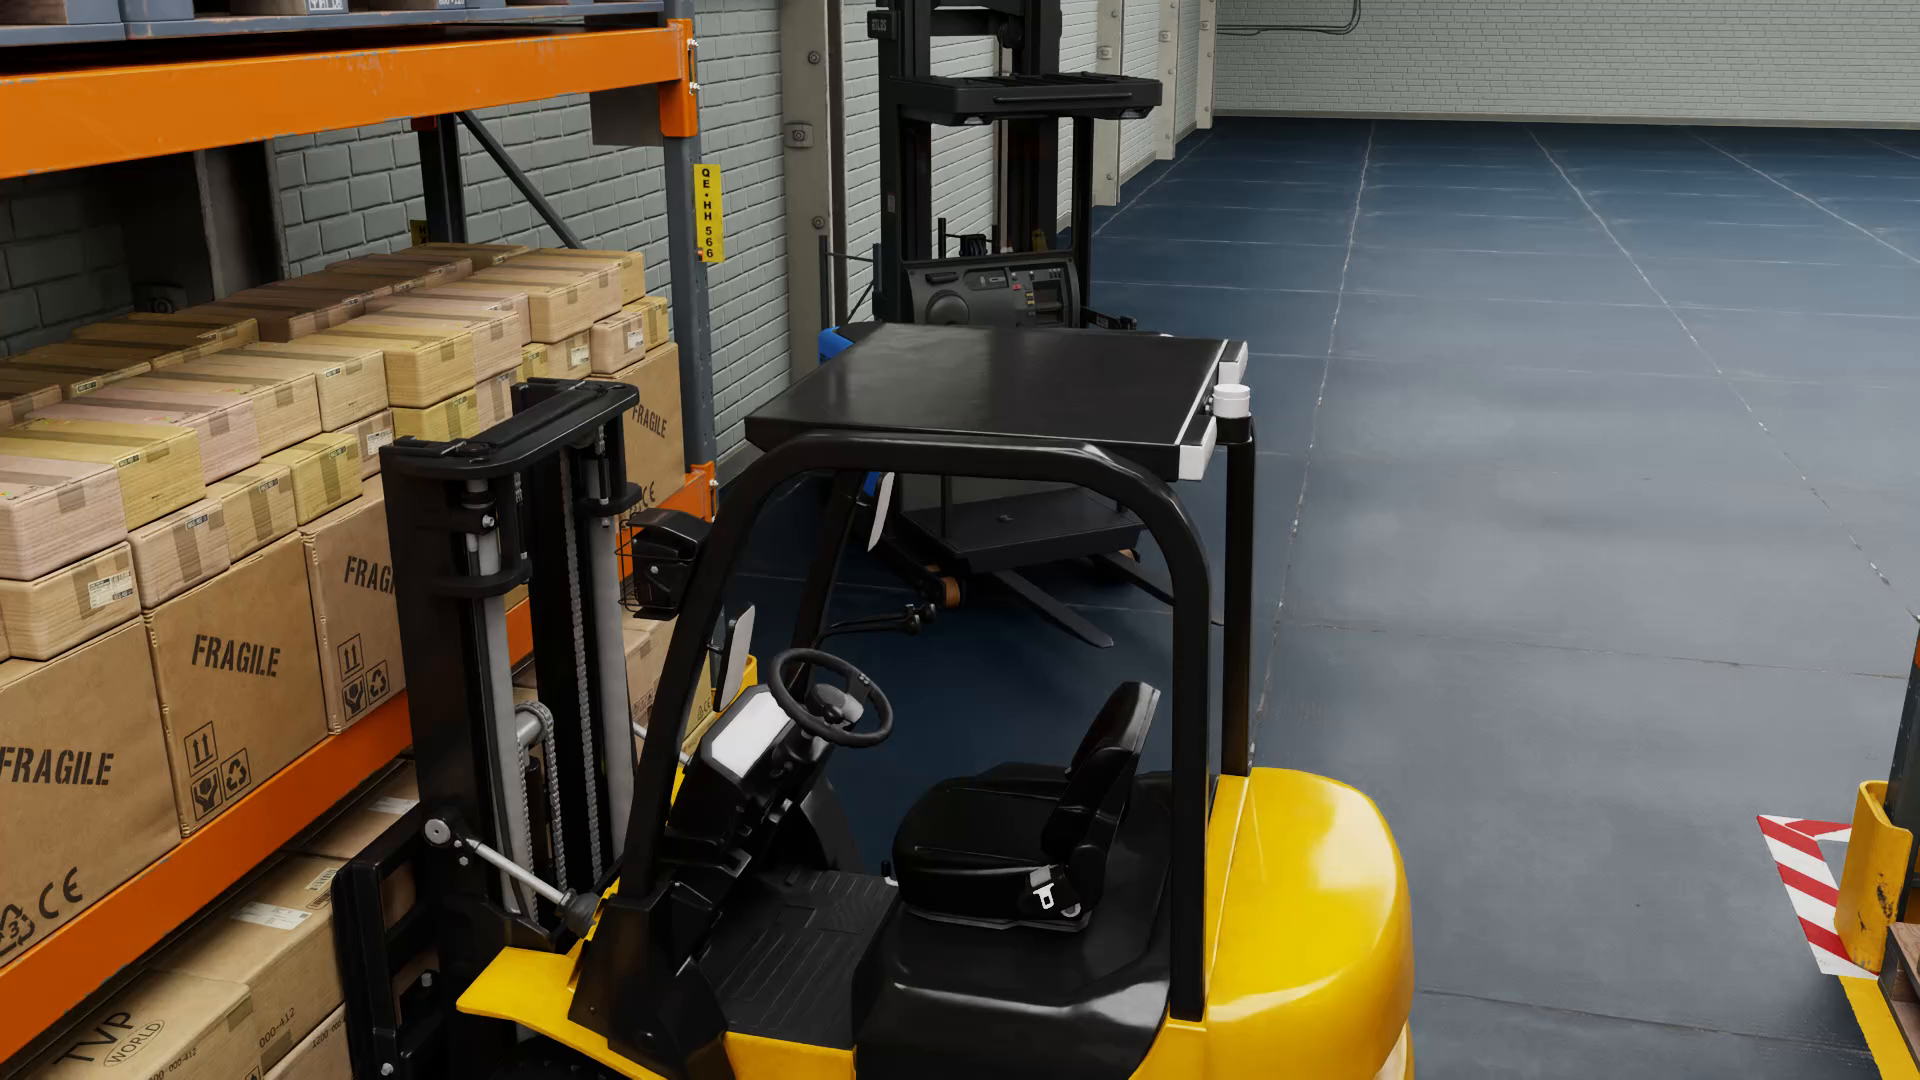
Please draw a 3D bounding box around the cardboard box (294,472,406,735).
[{"bbox_3d":[-1.611,0.119,4.043,0.500,0.500,0.500,5,19,14],"label":"cardboard box"}]

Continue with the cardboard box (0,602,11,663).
[{"bbox_3d":[-1.919,0.166,2.903,0.380,0.149,0.250,5,19,13],"label":"cardboard box"}]

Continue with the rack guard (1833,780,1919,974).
[{"bbox_3d":[3.423,1.108,5.169,1.175,0.500,0.348,5,19,13],"label":"rack guard"}]

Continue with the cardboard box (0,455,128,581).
[{"bbox_3d":[-1.792,-0.049,3.073,0.380,0.149,0.250,5,20,15],"label":"cardboard box"}]

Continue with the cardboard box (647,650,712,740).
[{"bbox_3d":[-1.189,0.554,5.756,0.500,0.250,0.500,4,19,13],"label":"cardboard box"}]

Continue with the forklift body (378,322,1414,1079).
[{"bbox_3d":[-0.067,0.651,3.955,2.313,2.155,1.214,5,19,13],"label":"forklift body"}]

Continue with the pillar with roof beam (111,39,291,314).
[{"bbox_3d":[1.757,-2.841,3.584,9.100,9.000,0.400,5,19,13],"label":"pillar with roof beam"}]

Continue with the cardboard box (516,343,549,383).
[{"bbox_3d":[-1.414,-0.477,4.785,0.380,0.149,0.250,5,19,13],"label":"cardboard box"}]

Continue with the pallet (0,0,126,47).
[{"bbox_3d":[-2.167,-0.882,2.627,1.003,0.211,1.213,5,19,13],"label":"pallet"}]

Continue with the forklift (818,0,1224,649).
[{"bbox_3d":[0.268,-1.203,8.174,1.130,2.935,3.031,-9,21,-24],"label":"forklift"}]

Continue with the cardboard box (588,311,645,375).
[{"bbox_3d":[-1.220,-0.630,5.234,0.380,0.149,0.250,5,19,14],"label":"cardboard box"}]

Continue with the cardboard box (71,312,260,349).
[{"bbox_3d":[-2.084,-0.497,4.384,0.380,0.149,0.250,4,19,12],"label":"cardboard box"}]

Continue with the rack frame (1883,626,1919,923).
[{"bbox_3d":[3.441,-0.098,4.835,1.000,3.000,0.127,5,19,13],"label":"rack frame"}]

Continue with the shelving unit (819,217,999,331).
[{"bbox_3d":[-0.301,-1.156,10.251,0.587,1.500,1.083,17,25,40],"label":"shelving unit"}]

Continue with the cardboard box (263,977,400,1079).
[{"bbox_3d":[-1.678,1.188,3.898,0.500,0.250,0.500,4,19,13],"label":"cardboard box"}]

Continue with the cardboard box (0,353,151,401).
[{"bbox_3d":[-2.129,-0.330,3.895,0.380,0.149,0.250,5,20,15],"label":"cardboard box"}]

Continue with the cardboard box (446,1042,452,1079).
[{"bbox_3d":[-1.548,1.261,4.459,0.500,0.250,0.500,5,20,15],"label":"cardboard box"}]

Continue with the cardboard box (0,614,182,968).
[{"bbox_3d":[-1.878,0.434,3.121,0.500,0.500,0.500,5,19,14],"label":"cardboard box"}]

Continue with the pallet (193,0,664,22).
[{"bbox_3d":[-1.571,-1.647,4.866,1.003,0.211,1.213,5,19,13],"label":"pallet"}]

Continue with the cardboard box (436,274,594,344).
[{"bbox_3d":[-1.324,-0.691,4.953,0.380,0.149,0.250,5,20,15],"label":"cardboard box"}]

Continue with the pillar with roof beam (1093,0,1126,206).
[{"bbox_3d":[6.155,-8.483,20.101,9.100,9.000,0.400,5,19,13],"label":"pillar with roof beam"}]

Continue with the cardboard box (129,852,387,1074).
[{"bbox_3d":[-1.683,0.951,3.821,0.500,0.250,0.500,5,20,15],"label":"cardboard box"}]

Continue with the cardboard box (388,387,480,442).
[{"bbox_3d":[-1.476,-0.309,4.292,0.380,0.149,0.250,5,19,14],"label":"cardboard box"}]

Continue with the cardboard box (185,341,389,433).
[{"bbox_3d":[-1.625,-0.374,4.024,0.380,0.149,0.250,5,19,14],"label":"cardboard box"}]

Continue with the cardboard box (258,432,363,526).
[{"bbox_3d":[-1.620,-0.152,3.834,0.380,0.149,0.250,4,19,12],"label":"cardboard box"}]

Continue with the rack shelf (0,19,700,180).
[{"bbox_3d":[-1.862,-0.941,3.775,1.077,0.370,4.000,5,19,13],"label":"rack shelf"}]

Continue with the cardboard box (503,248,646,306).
[{"bbox_3d":[-1.256,-0.855,5.433,0.380,0.149,0.250,5,19,14],"label":"cardboard box"}]

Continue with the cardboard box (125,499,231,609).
[{"bbox_3d":[-1.721,0.012,3.352,0.380,0.149,0.250,4,19,13],"label":"cardboard box"}]

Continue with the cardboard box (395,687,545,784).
[{"bbox_3d":[-1.416,0.628,4.764,0.500,0.250,0.500,5,19,14],"label":"cardboard box"}]

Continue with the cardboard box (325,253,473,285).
[{"bbox_3d":[-1.788,-0.817,5.322,0.380,0.149,0.250,5,20,15],"label":"cardboard box"}]

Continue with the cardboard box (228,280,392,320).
[{"bbox_3d":[-1.885,-0.656,4.850,0.380,0.149,0.250,5,19,14],"label":"cardboard box"}]

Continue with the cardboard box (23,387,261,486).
[{"bbox_3d":[-1.747,-0.217,3.564,0.380,0.149,0.250,5,19,13],"label":"cardboard box"}]

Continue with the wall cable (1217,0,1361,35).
[{"bbox_3d":[6.915,-11.934,35.008,3.097,2.526,0.112,5,19,13],"label":"wall cable"}]

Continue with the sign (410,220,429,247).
[{"bbox_3d":[-1.910,-0.982,5.960,0.100,0.325,0.005,5,19,13],"label":"sign"}]

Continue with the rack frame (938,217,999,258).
[{"bbox_3d":[0.052,-1.278,10.609,0.500,1.500,0.032,17,25,40],"label":"rack frame"}]

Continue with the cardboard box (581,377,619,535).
[{"bbox_3d":[-1.374,-0.200,4.977,0.500,0.500,0.500,5,20,15],"label":"cardboard box"}]

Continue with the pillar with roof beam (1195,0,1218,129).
[{"bbox_3d":[9.087,-12.244,31.113,9.100,9.000,0.400,5,19,13],"label":"pillar with roof beam"}]

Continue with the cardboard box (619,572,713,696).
[{"bbox_3d":[-1.183,0.309,5.699,0.500,0.250,0.500,5,20,15],"label":"cardboard box"}]

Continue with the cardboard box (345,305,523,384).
[{"bbox_3d":[-1.413,-0.529,4.477,0.380,0.149,0.250,5,20,15],"label":"cardboard box"}]

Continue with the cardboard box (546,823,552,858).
[{"bbox_3d":[-1.428,0.874,4.820,0.500,0.250,0.500,4,19,12],"label":"cardboard box"}]
